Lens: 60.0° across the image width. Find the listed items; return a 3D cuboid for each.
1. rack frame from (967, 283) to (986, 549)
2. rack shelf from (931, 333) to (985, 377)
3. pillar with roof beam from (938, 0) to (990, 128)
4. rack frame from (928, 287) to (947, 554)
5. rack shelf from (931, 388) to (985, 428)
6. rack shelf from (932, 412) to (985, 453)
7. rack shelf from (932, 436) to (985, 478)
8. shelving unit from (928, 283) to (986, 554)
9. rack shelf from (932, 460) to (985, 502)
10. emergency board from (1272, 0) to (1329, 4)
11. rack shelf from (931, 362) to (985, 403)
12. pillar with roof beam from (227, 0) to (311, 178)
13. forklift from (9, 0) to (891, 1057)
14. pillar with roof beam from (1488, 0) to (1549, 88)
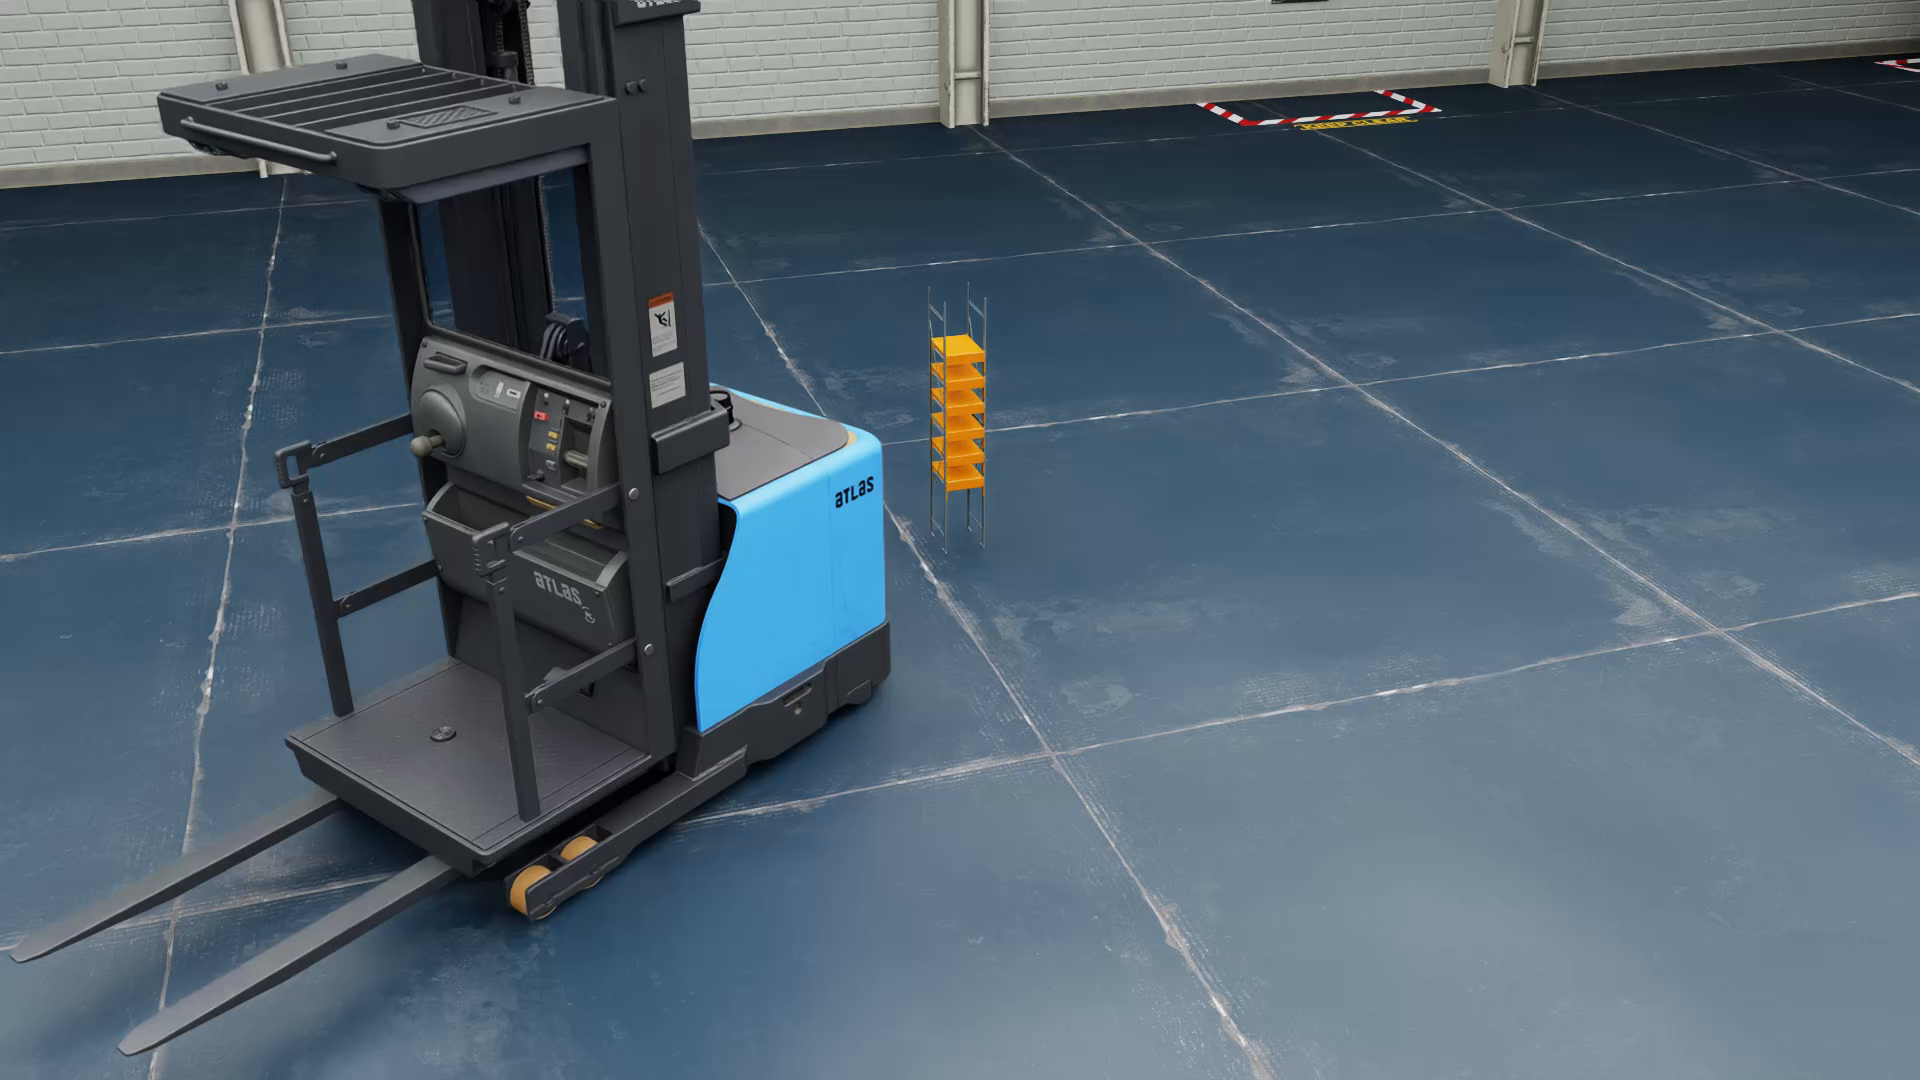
[{"bbox_3d":[0.073,-0.548,7.505,0.006,1.200,0.240,-8,28,-16],"label":"rack frame"},{"bbox_3d":[-0.014,-0.818,7.339,0.180,0.103,0.258,-8,28,-16],"label":"rack shelf"},{"bbox_3d":[1.371,-6.136,9.990,0.400,9.000,9.100,-8,28,-16],"label":"pillar with roof beam"},{"bbox_3d":[-0.101,-0.523,7.454,0.006,1.200,0.240,-8,28,-16],"label":"rack frame"},{"bbox_3d":[-0.014,-0.603,7.446,0.180,0.103,0.258,-8,28,-16],"label":"rack shelf"},{"bbox_3d":[-0.014,-0.496,7.499,0.180,0.103,0.258,-8,28,-16],"label":"rack shelf"},{"bbox_3d":[-0.014,-0.388,7.552,0.180,0.103,0.258,-8,28,-16],"label":"rack shelf"},{"bbox_3d":[-0.014,-0.535,7.479,0.189,1.200,0.258,-8,28,-16],"label":"shelving unit"},{"bbox_3d":[-0.014,-0.281,7.606,0.180,0.103,0.258,-8,28,-16],"label":"rack shelf"},{"bbox_3d":[3.367,-5.778,16.015,0.626,1.169,0.157,-8,28,-16],"label":"emergency board"},{"bbox_3d":[-0.014,-0.711,7.392,0.180,0.103,0.258,-8,28,-16],"label":"rack shelf"},{"bbox_3d":[-4.334,-5.310,8.326,0.400,9.000,9.100,-8,28,-16],"label":"pillar with roof beam"},{"bbox_3d":[-1.572,-0.352,5.162,1.130,2.935,3.031,19,32,33],"label":"forklift"},{"bbox_3d":[7.076,-6.962,11.654,0.400,9.000,9.100,-8,28,-16],"label":"pillar with roof beam"}]
